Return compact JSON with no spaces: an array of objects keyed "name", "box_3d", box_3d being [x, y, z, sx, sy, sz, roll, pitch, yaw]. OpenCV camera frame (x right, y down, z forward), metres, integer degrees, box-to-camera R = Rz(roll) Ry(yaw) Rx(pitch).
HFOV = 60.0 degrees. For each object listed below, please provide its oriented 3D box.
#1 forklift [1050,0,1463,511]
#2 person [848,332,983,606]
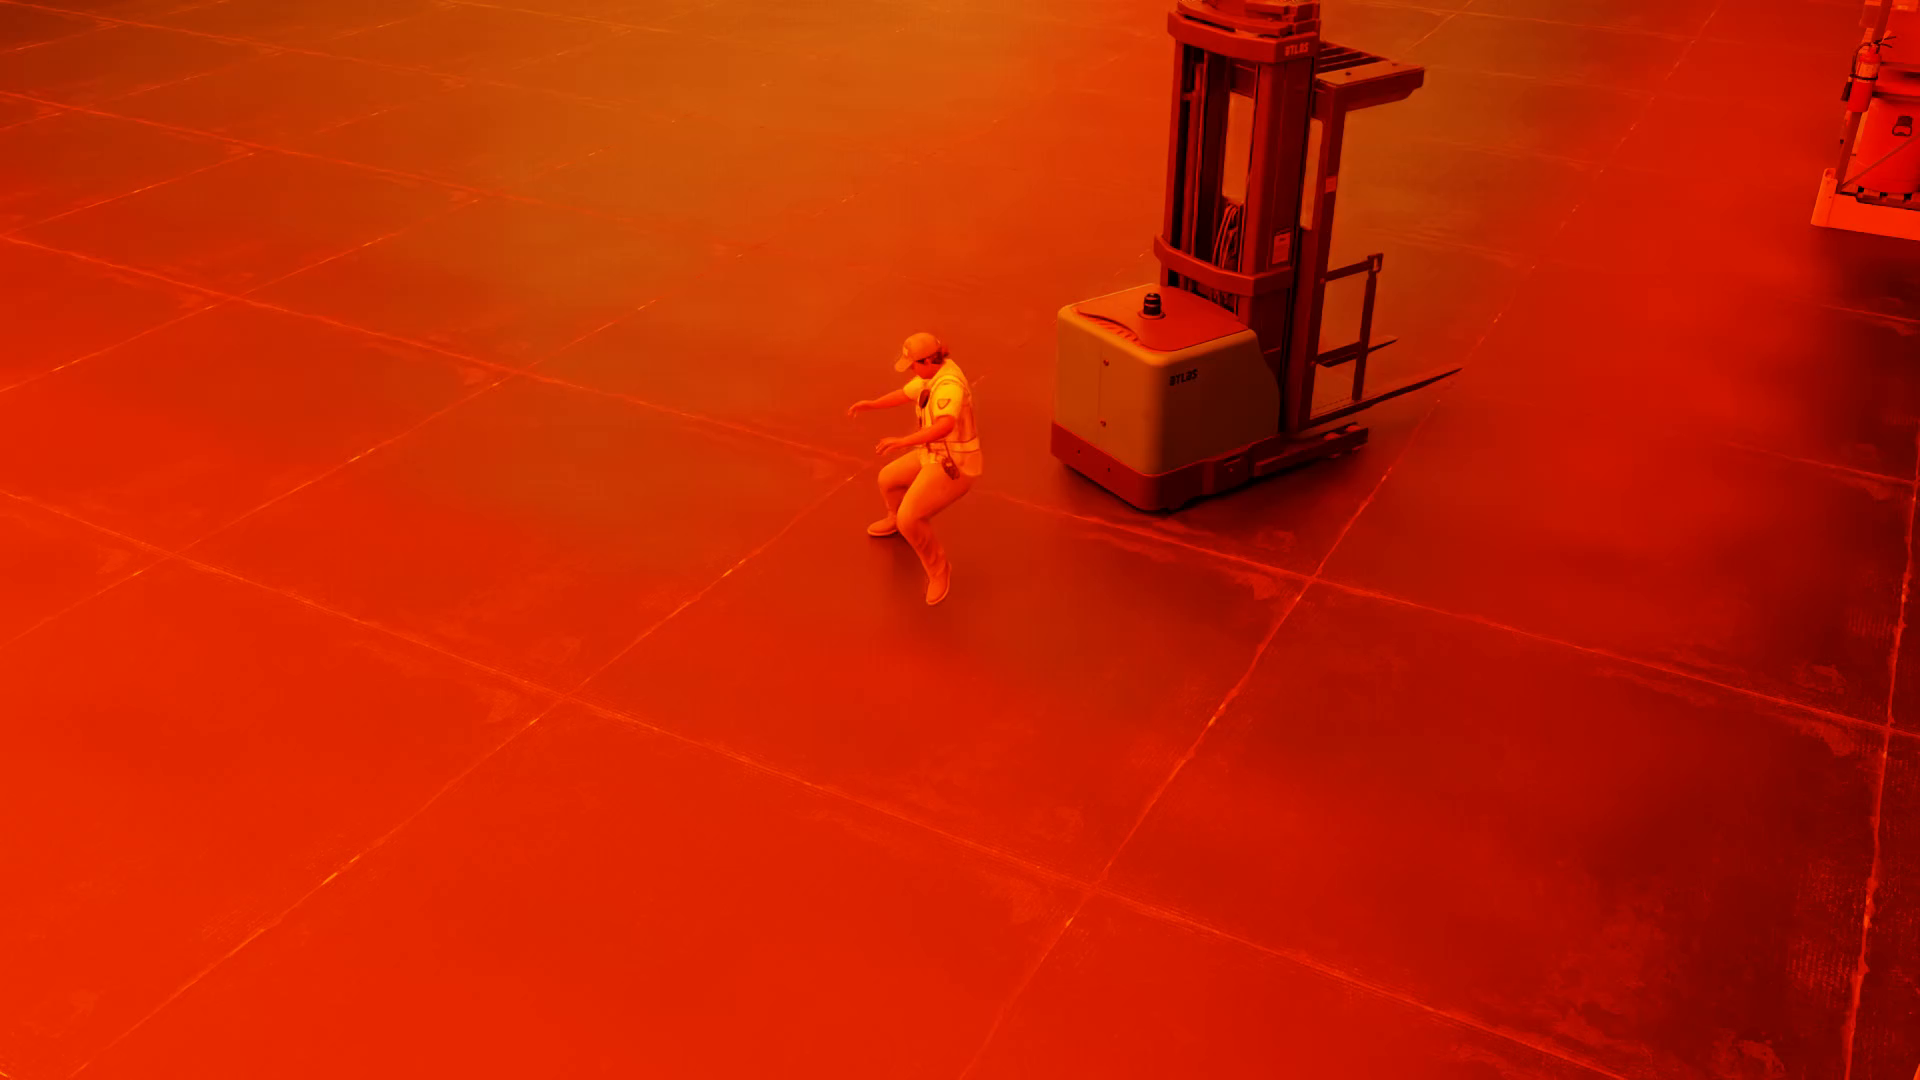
[{"name":"forklift","box_3d":[2.096,-2.007,10.548,3.031,2.935,1.130,-19,35,-29]},{"name":"person","box_3d":[-0.247,-0.474,9.388,0.729,1.437,1.027,-4,30,-8]}]
